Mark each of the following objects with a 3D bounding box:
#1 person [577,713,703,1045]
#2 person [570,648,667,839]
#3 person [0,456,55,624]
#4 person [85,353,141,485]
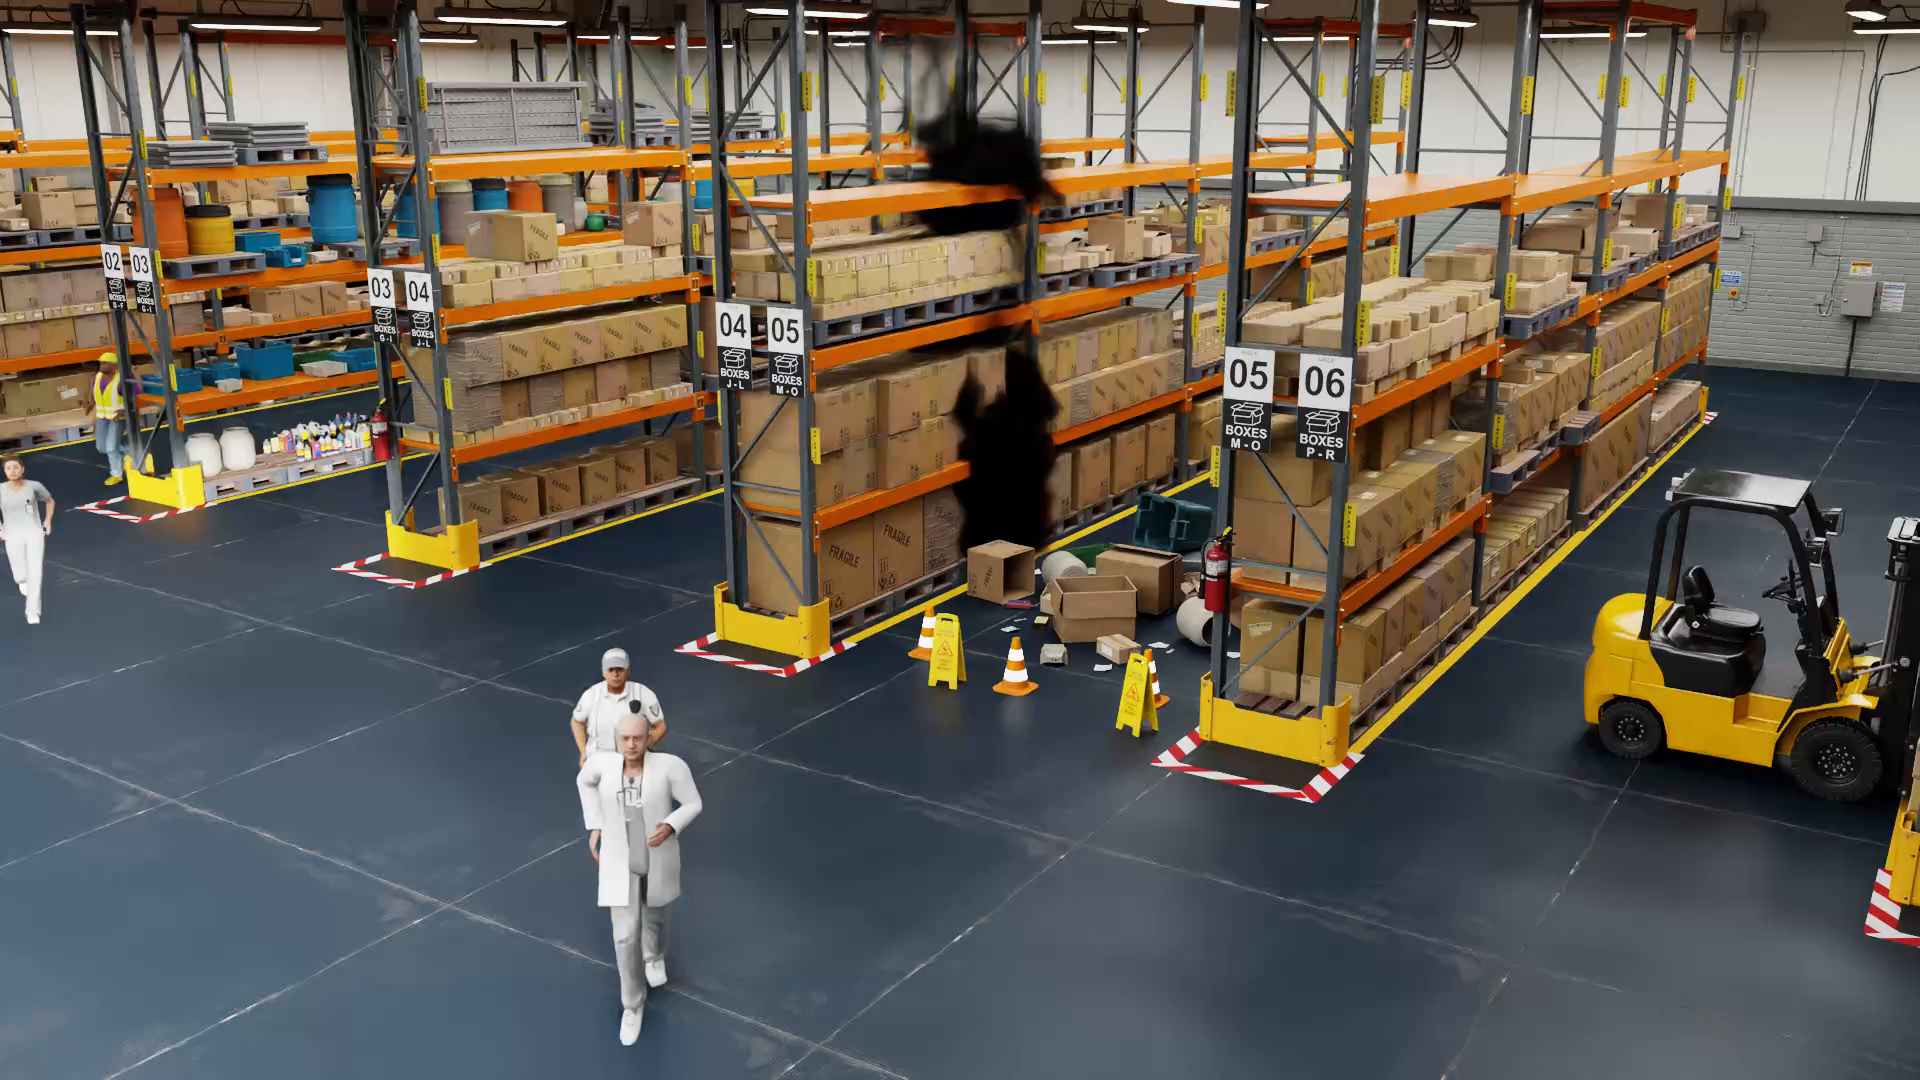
[{"bbox_3d":[-1.786,1.826,9.371,0.689,1.838,0.867,-3,16,-11],"label":"person"},{"bbox_3d":[-2.211,1.486,10.833,0.620,1.632,0.774,-3,16,-9],"label":"person"},{"bbox_3d":[-9.160,-0.025,16.312,0.580,1.633,0.810,-8,17,-27],"label":"person"},{"bbox_3d":[-11.065,-1.618,21.856,0.722,1.723,0.614,4,16,14],"label":"person"}]
